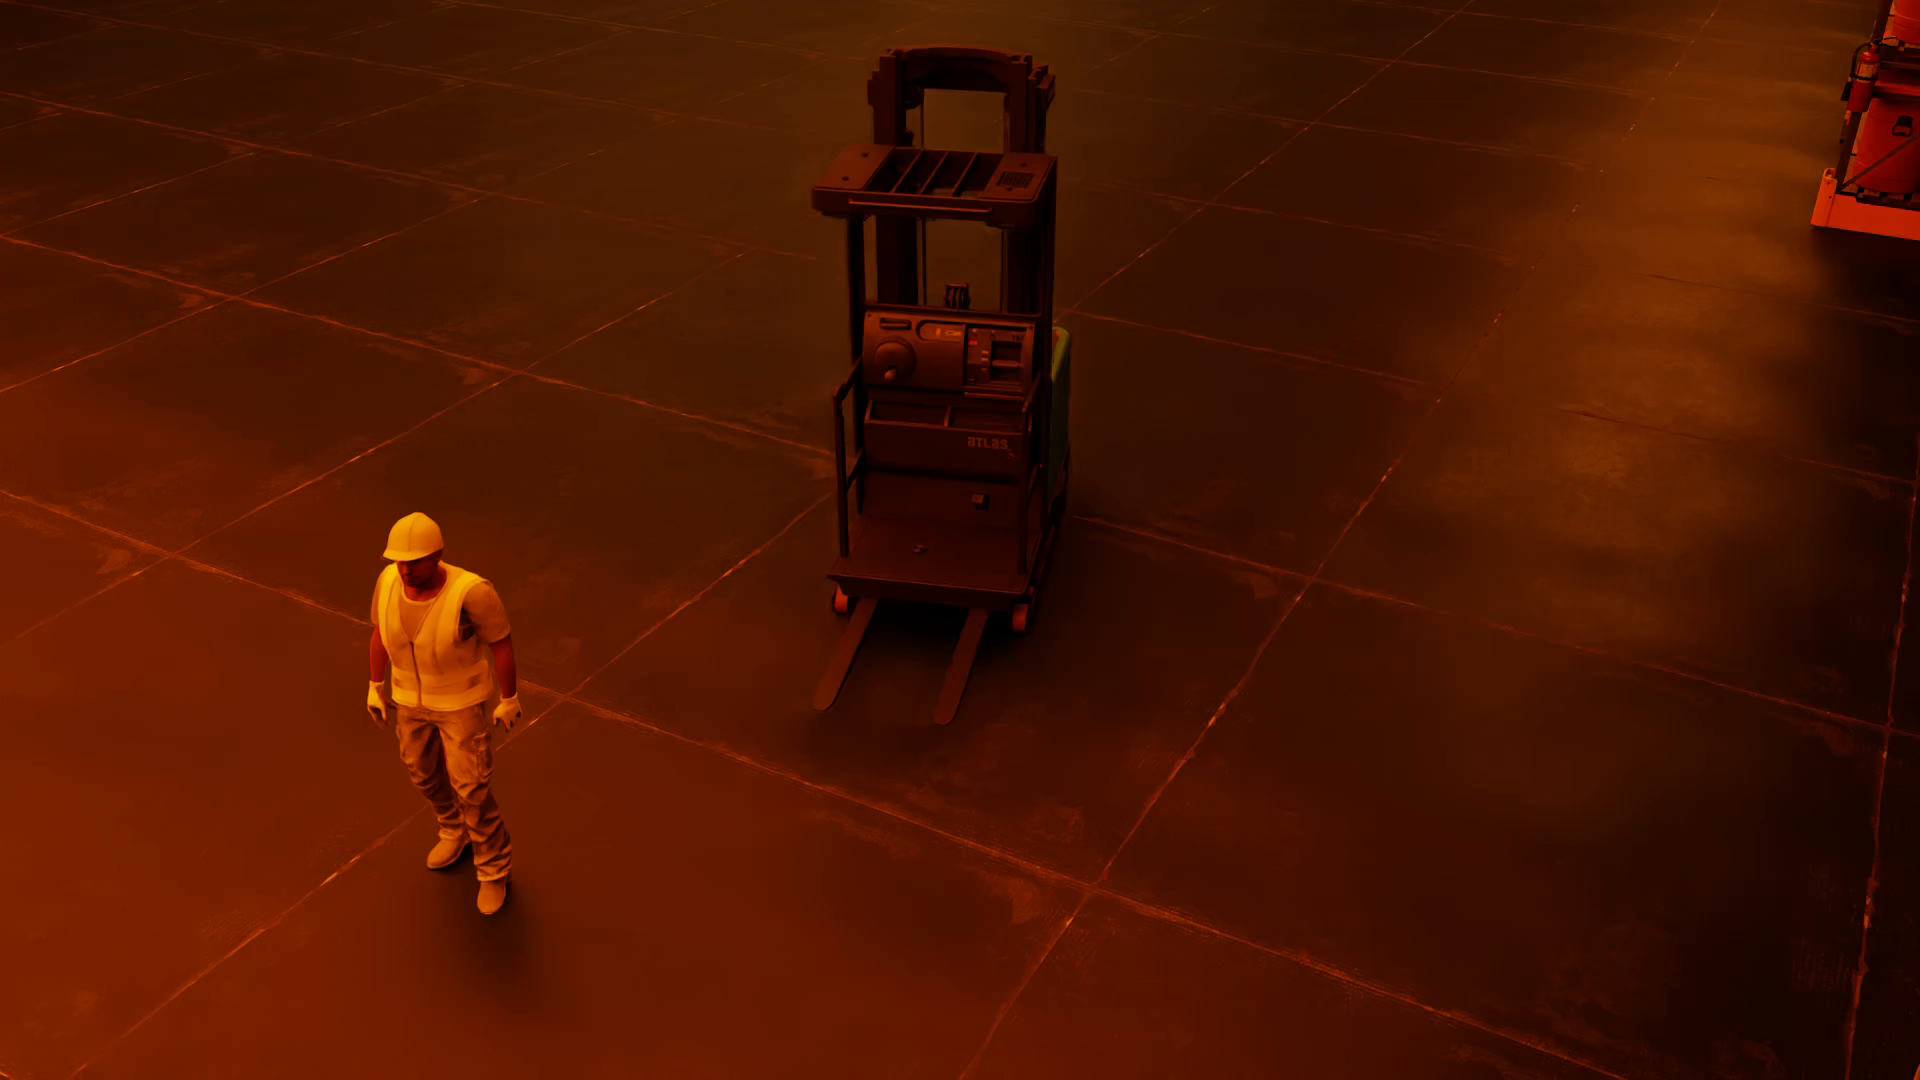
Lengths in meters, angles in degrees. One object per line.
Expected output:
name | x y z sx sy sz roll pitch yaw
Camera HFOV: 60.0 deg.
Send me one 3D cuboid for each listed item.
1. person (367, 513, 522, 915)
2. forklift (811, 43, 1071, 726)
person | -2.220 0.727 7.020 0.645 1.816 0.523 8 31 14
forklift | -0.100 -0.960 8.734 1.130 2.935 3.031 6 30 9
